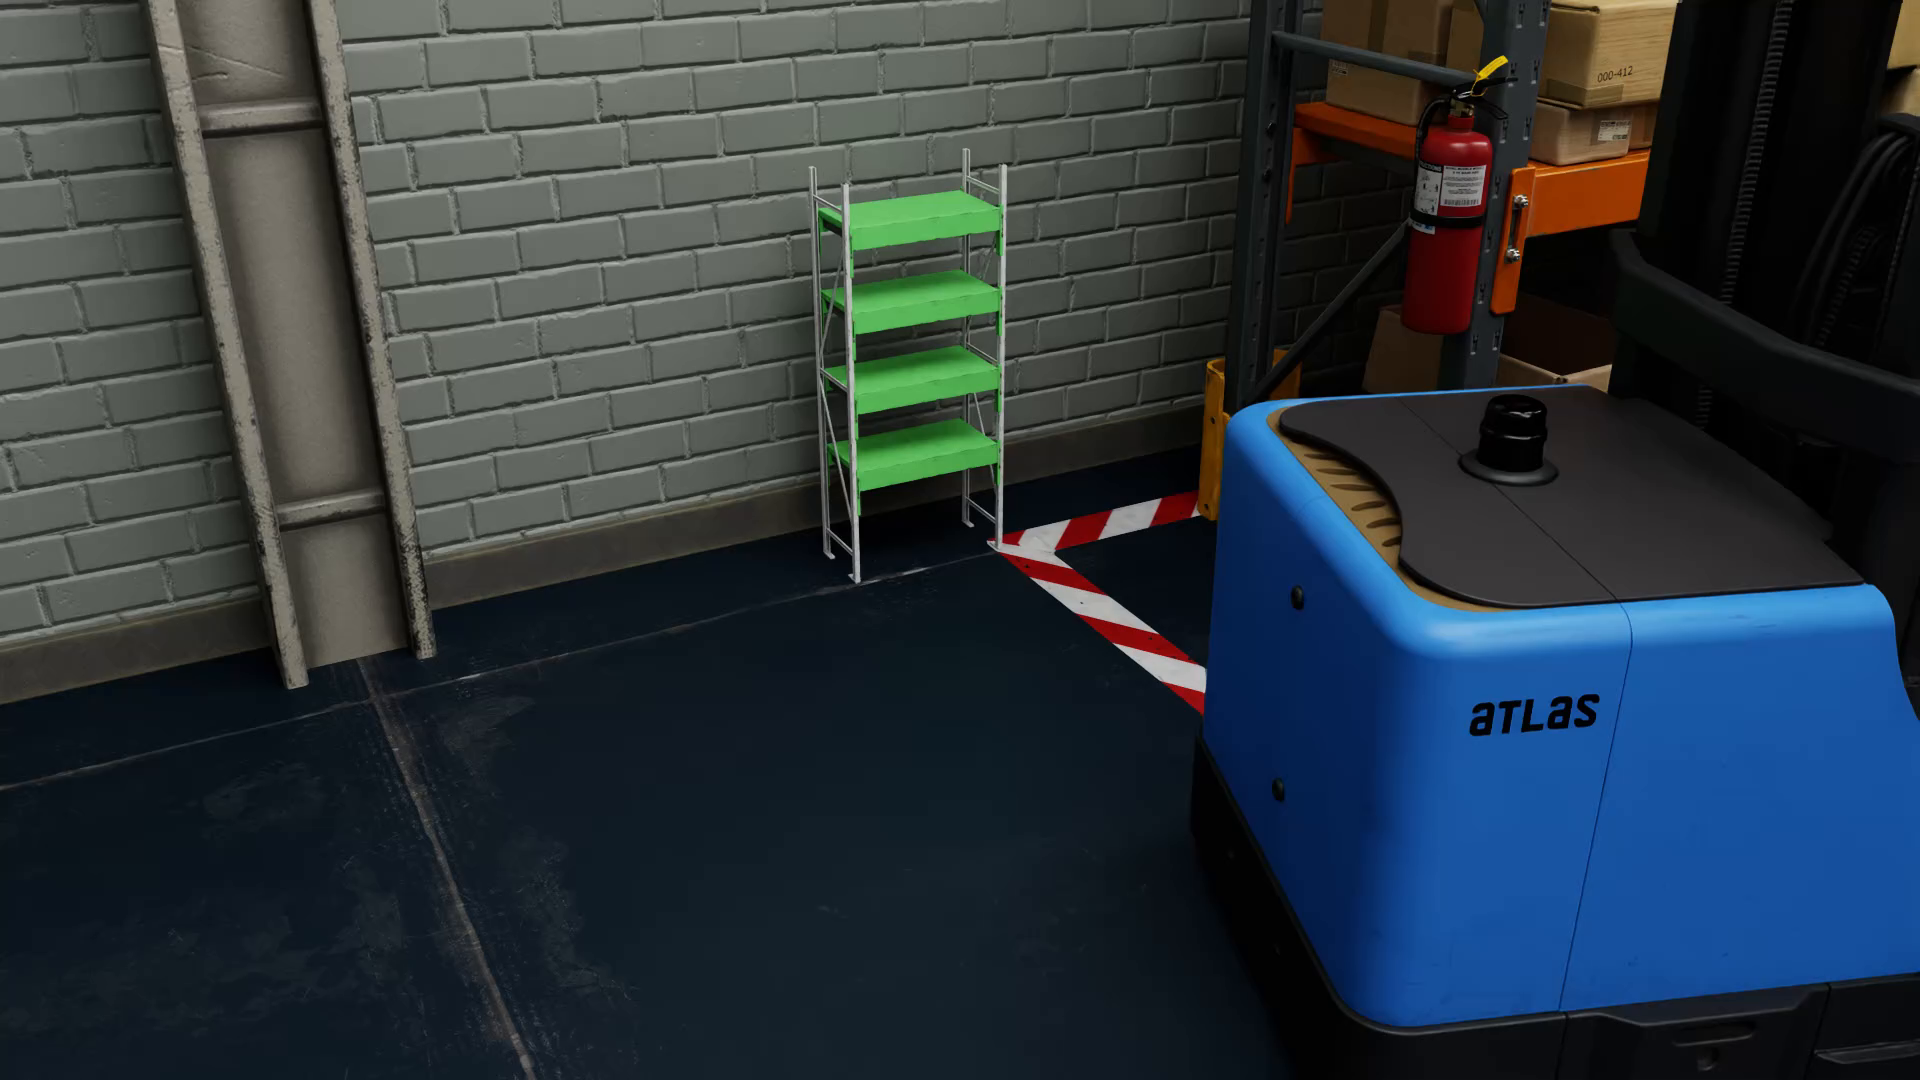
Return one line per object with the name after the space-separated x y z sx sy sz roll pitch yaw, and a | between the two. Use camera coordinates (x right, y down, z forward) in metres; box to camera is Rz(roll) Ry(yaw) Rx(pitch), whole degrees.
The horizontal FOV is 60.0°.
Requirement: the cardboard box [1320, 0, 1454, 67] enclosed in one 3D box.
1.396 -1.519 4.778 0.500 0.250 0.500 -12 28 -24 | cardboard box

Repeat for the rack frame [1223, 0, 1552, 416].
1.115 -1.258 4.404 0.127 3.000 1.000 -13 29 -25 | rack frame

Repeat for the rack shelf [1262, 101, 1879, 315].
2.879 -1.341 5.408 4.000 0.370 1.077 -13 29 -25 | rack shelf

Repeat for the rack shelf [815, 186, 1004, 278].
-0.146 -0.882 4.740 0.480 0.148 0.258 -13 29 -25 | rack shelf

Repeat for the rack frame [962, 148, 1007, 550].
0.069 -0.557 5.023 0.015 1.200 0.240 -13 29 -25 | rack frame

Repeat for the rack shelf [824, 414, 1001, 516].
-0.146 -0.233 5.052 0.480 0.148 0.258 -13 29 -25 | rack shelf

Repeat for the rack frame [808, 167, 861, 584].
-0.361 -0.457 4.817 0.015 1.200 0.240 -13 29 -25 | rack frame

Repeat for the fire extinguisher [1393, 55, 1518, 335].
1.202 -0.848 4.071 0.183 0.674 0.296 -13 29 -25 | fire extinguisher

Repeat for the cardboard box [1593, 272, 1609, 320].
2.472 -0.568 5.370 0.500 0.500 0.700 -12 28 -23 | cardboard box

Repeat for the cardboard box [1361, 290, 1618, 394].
1.699 -0.410 5.037 0.637 0.503 0.797 -14 29 -27 | cardboard box

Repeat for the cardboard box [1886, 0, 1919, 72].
2.532 -1.521 4.782 0.500 0.250 0.500 -14 29 -26 | cardboard box

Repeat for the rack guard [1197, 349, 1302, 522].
1.182 -0.146 4.977 0.348 0.500 1.175 -13 29 -25 | rack guard

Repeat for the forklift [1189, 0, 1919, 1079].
2.079 -0.526 2.959 3.031 2.935 1.130 -4 26 -8 | forklift

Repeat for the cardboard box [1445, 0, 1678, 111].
1.642 -1.314 4.350 0.500 0.250 0.500 -13 28 -25 | cardboard box

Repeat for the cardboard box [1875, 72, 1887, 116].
2.436 -1.327 4.839 0.250 0.149 0.380 -13 28 -24 | cardboard box

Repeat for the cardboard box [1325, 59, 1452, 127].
1.281 -1.314 4.812 0.250 0.149 0.380 -13 29 -26 | cardboard box

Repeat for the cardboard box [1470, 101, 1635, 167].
1.534 -1.107 4.380 0.250 0.149 0.380 -13 29 -25 | cardboard box

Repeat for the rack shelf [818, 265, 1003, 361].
-0.146 -0.666 4.844 0.480 0.148 0.258 -13 29 -25 | rack shelf

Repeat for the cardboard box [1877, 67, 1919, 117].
2.694 -1.350 4.886 0.250 0.149 0.380 -14 29 -27 | cardboard box

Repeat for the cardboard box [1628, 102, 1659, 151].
1.737 -1.176 4.524 0.250 0.149 0.380 -12 28 -24 | cardboard box

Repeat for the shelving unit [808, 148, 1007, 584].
-0.146 -0.507 4.920 0.503 1.200 0.258 -13 29 -25 | shelving unit

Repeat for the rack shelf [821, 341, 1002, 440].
-0.146 -0.450 4.948 0.480 0.148 0.258 -13 29 -25 | rack shelf
